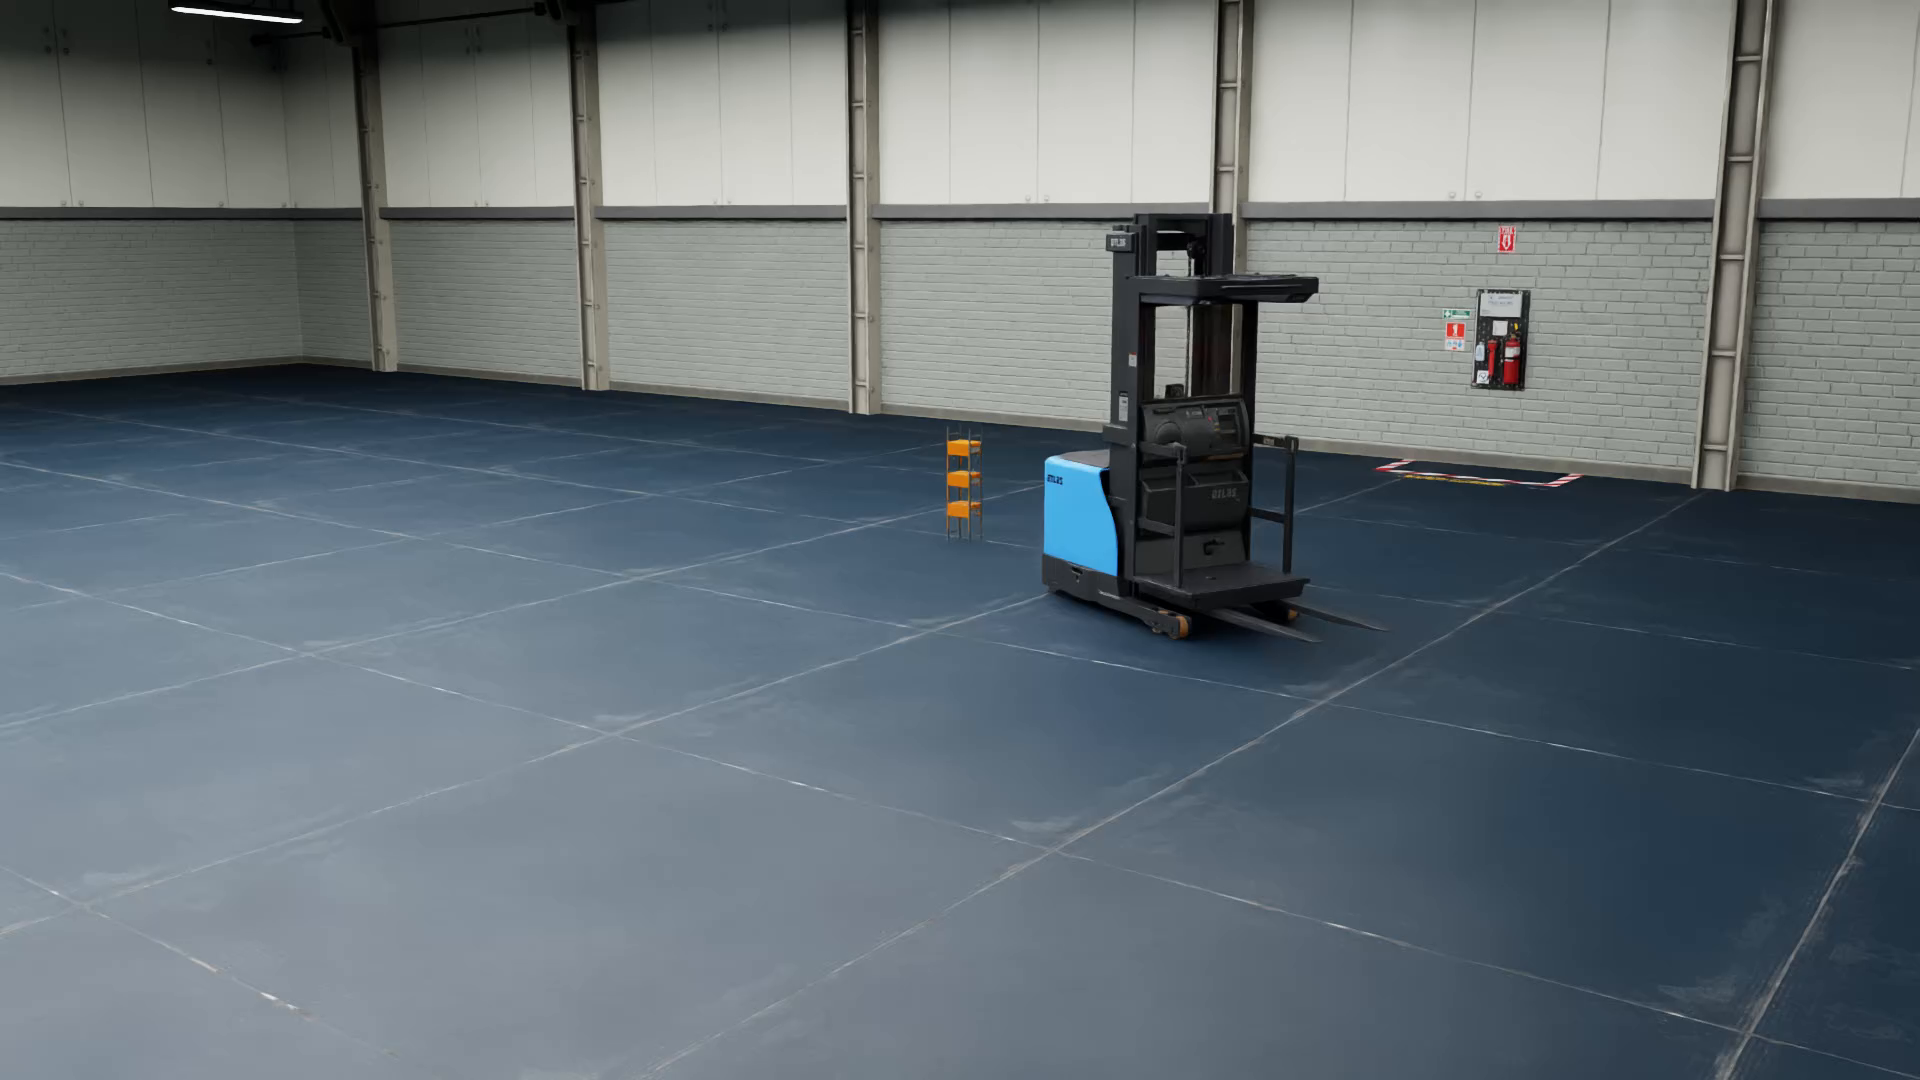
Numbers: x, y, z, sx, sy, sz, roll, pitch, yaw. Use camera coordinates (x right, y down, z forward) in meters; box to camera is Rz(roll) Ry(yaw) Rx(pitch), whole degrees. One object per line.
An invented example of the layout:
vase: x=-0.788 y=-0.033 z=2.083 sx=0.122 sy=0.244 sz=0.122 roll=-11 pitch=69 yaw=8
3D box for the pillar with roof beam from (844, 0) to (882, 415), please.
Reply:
pillar with roof beam: x=-3.978 y=-5.677 z=20.904 sx=0.400 sy=9.000 sz=9.100 roll=8 pitch=13 yaw=36

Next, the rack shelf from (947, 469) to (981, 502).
rack shelf: x=0.043 y=-0.499 z=15.121 sx=0.240 sy=0.259 sz=0.215 roll=8 pitch=13 yaw=36

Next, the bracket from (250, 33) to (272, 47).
bracket: x=-13.557 y=-9.711 z=32.280 sx=0.430 sy=0.232 sz=0.235 roll=8 pitch=13 yaw=36

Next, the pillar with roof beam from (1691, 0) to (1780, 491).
pillar with roof beam: x=5.694 y=-4.328 z=13.930 sx=0.400 sy=9.000 sz=9.100 roll=8 pitch=13 yaw=36

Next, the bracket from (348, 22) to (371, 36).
bracket: x=-10.977 y=-9.352 z=30.420 sx=0.430 sy=0.232 sz=0.235 roll=8 pitch=13 yaw=36

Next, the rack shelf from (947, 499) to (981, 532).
rack shelf: x=0.043 y=-0.226 z=15.174 sx=0.240 sy=0.259 sz=0.215 roll=8 pitch=13 yaw=36

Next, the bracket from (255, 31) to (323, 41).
bracket: x=-13.080 y=-9.645 z=31.936 sx=3.189 sy=0.066 sz=0.076 roll=8 pitch=13 yaw=36

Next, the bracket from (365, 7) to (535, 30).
bracket: x=-8.901 y=-9.062 z=28.923 sx=4.783 sy=0.066 sz=0.076 roll=8 pitch=13 yaw=36

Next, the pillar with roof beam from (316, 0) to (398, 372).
pillar with roof beam: x=-13.650 y=-7.026 z=27.877 sx=0.548 sy=9.000 sz=9.100 roll=8 pitch=13 yaw=36

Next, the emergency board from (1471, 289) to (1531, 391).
emergency board: x=6.273 y=-2.325 z=19.373 sx=0.643 sy=1.169 sz=0.194 roll=8 pitch=13 yaw=36

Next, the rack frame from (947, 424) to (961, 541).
rack frame: x=-0.055 y=-0.523 z=15.190 sx=0.008 sy=1.050 sz=0.200 roll=8 pitch=13 yaw=36

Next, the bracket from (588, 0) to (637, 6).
bracket: x=-4.065 y=-8.387 z=25.436 sx=4.783 sy=0.066 sz=0.076 roll=8 pitch=13 yaw=36

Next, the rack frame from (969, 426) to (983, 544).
rack frame: x=0.141 y=-0.496 z=15.048 sx=0.008 sy=1.050 sz=0.200 roll=8 pitch=13 yaw=36

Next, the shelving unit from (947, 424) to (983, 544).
shelving unit: x=0.043 y=-0.509 z=15.119 sx=0.252 sy=1.050 sz=0.215 roll=8 pitch=13 yaw=36

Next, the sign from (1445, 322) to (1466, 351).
sign: x=5.889 y=-2.421 z=19.772 sx=0.234 sy=0.329 sz=0.001 roll=8 pitch=13 yaw=36

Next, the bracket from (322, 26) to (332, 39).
bracket: x=-11.646 y=-9.445 z=30.902 sx=0.430 sy=0.232 sz=0.235 roll=8 pitch=13 yaw=36

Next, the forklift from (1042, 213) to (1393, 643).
forklift: x=1.818 y=-0.842 z=11.886 sx=1.130 sy=2.935 sz=3.031 roll=-6 pitch=13 yaw=-29

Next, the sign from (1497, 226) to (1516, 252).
sign: x=6.326 y=-3.480 z=19.236 sx=0.199 sy=0.298 sz=0.001 roll=8 pitch=13 yaw=36

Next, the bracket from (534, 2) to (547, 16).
bracket: x=-6.810 y=-8.770 z=27.416 sx=0.430 sy=0.232 sz=0.235 roll=8 pitch=13 yaw=36

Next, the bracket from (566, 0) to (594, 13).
bracket: x=-6.141 y=-8.677 z=26.933 sx=0.430 sy=0.232 sz=0.235 roll=8 pitch=13 yaw=36

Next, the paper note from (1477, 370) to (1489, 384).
paper note: x=6.171 y=-1.923 z=19.614 sx=0.142 sy=0.148 sz=0.016 roll=8 pitch=13 yaw=36

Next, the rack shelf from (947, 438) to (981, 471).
rack shelf: x=0.043 y=-0.778 z=15.067 sx=0.240 sy=0.259 sz=0.215 roll=8 pitch=13 yaw=36

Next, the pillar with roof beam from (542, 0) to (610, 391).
pillar with roof beam: x=-8.814 y=-6.352 z=24.391 sx=0.548 sy=9.000 sz=9.100 roll=8 pitch=13 yaw=36

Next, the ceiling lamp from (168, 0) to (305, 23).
ceiling lamp: x=-10.923 y=-9.357 z=24.559 sx=0.800 sy=3.185 sz=2.000 roll=8 pitch=13 yaw=36

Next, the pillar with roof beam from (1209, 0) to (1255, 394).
pillar with roof beam: x=0.858 y=-5.003 z=17.417 sx=0.400 sy=9.000 sz=9.100 roll=8 pitch=13 yaw=36

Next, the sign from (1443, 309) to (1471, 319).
sign: x=5.887 y=-2.679 z=19.712 sx=0.331 sy=0.109 sz=0.001 roll=8 pitch=13 yaw=36
